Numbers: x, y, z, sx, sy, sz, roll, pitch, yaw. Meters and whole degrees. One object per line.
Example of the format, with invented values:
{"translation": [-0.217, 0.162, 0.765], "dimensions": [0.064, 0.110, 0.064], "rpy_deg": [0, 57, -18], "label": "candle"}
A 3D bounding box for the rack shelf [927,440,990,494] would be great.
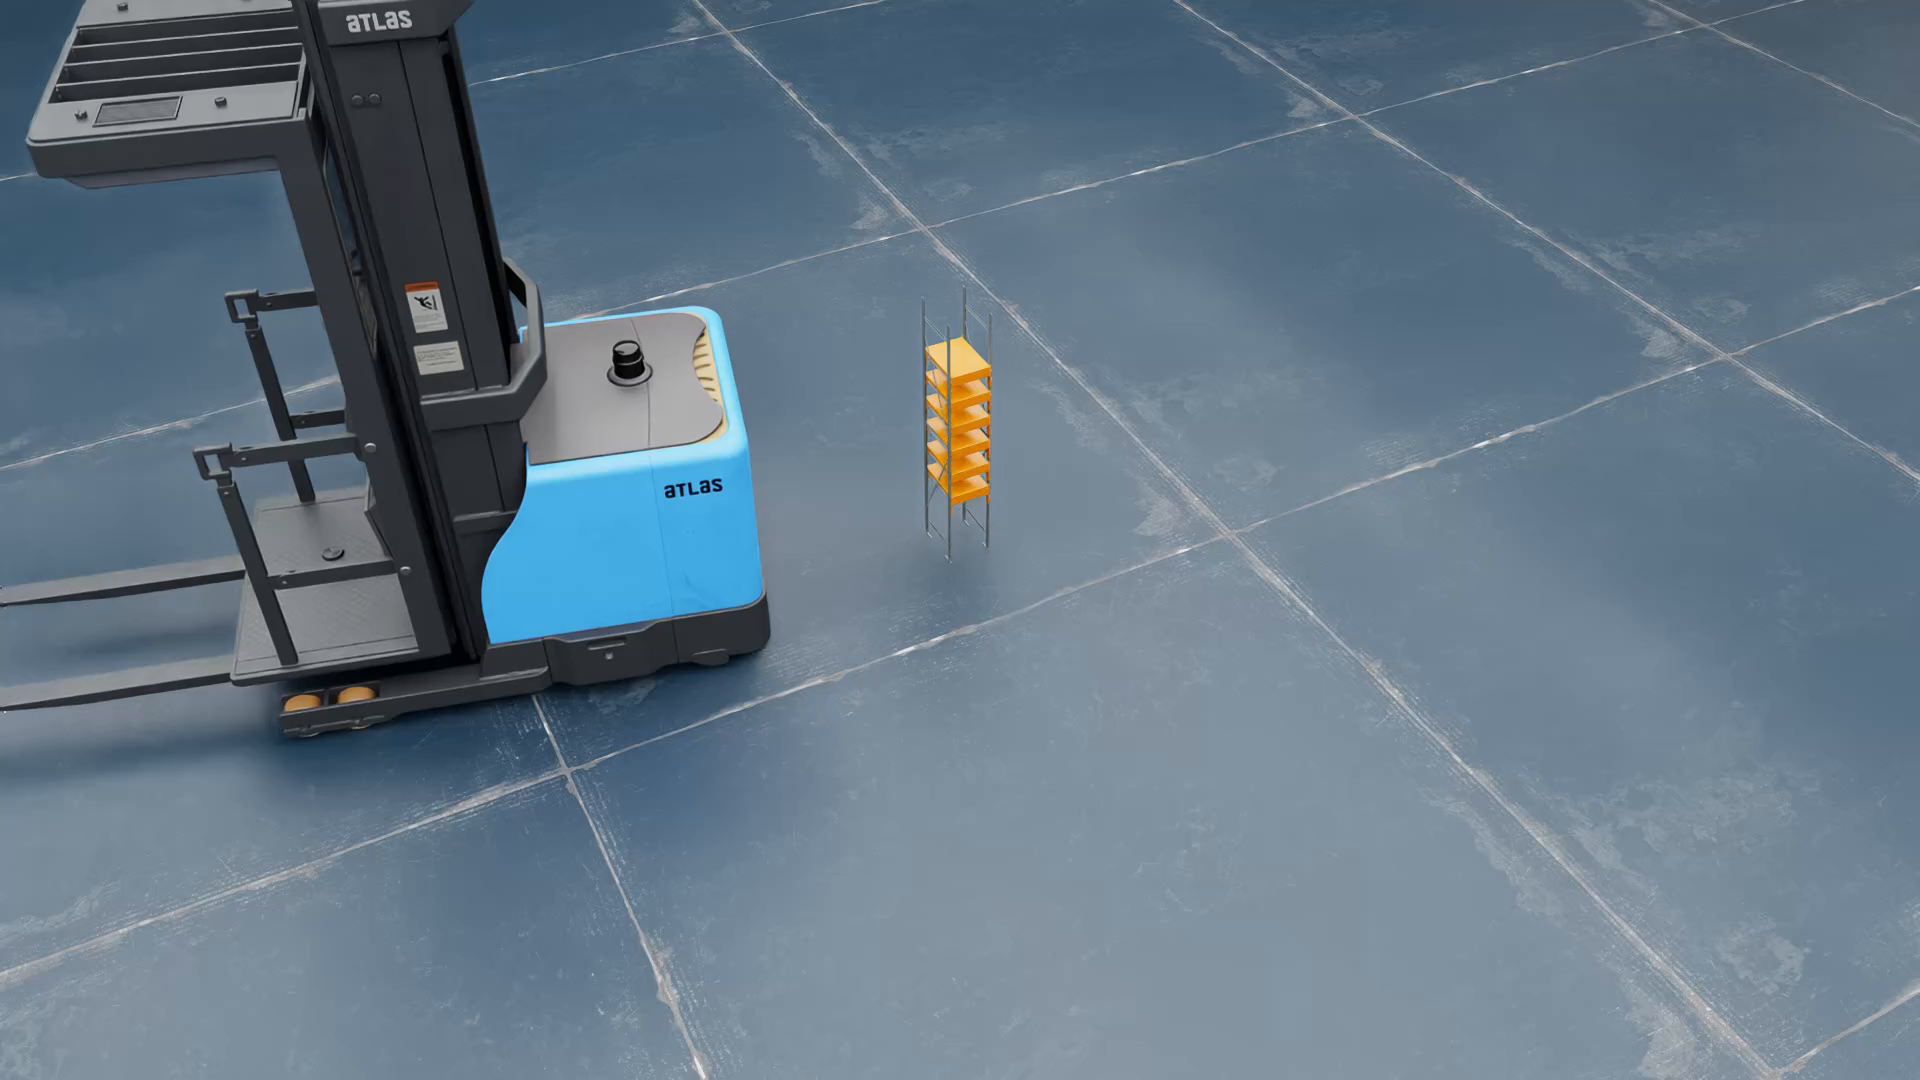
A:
{"translation": [-0.013, -0.328, 6.963], "dimensions": [0.180, 0.103, 0.258], "rpy_deg": [-19, 44, -21], "label": "rack shelf"}

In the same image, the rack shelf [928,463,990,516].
{"translation": [-0.013, -0.237, 7.041], "dimensions": [0.180, 0.103, 0.258], "rpy_deg": [-19, 44, -21], "label": "rack shelf"}

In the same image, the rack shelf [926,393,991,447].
{"translation": [-0.013, -0.511, 6.808], "dimensions": [0.180, 0.103, 0.258], "rpy_deg": [-19, 44, -21], "label": "rack shelf"}

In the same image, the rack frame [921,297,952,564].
{"translation": [-0.094, -0.426, 6.825], "dimensions": [0.006, 1.200, 0.240], "rpy_deg": [-19, 44, -21], "label": "rack frame"}

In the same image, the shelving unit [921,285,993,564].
{"translation": [-0.013, -0.454, 6.857], "dimensions": [0.189, 1.200, 0.258], "rpy_deg": [-19, 44, -21], "label": "shelving unit"}

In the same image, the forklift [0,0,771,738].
{"translation": [-2.334, -0.742, 5.858], "dimensions": [3.031, 2.935, 1.130], "rpy_deg": [-8, 41, -10], "label": "forklift"}

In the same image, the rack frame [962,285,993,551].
{"translation": [0.068, -0.481, 6.890], "dimensions": [0.006, 1.200, 0.240], "rpy_deg": [-19, 44, -21], "label": "rack frame"}

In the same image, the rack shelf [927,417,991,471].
{"translation": [-0.013, -0.420, 6.886], "dimensions": [0.180, 0.103, 0.258], "rpy_deg": [-19, 44, -21], "label": "rack shelf"}

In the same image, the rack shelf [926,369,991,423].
{"translation": [-0.013, -0.603, 6.731], "dimensions": [0.180, 0.103, 0.258], "rpy_deg": [-19, 44, -21], "label": "rack shelf"}

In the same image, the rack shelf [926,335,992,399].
{"translation": [-0.013, -0.694, 6.653], "dimensions": [0.180, 0.103, 0.258], "rpy_deg": [-19, 44, -21], "label": "rack shelf"}
